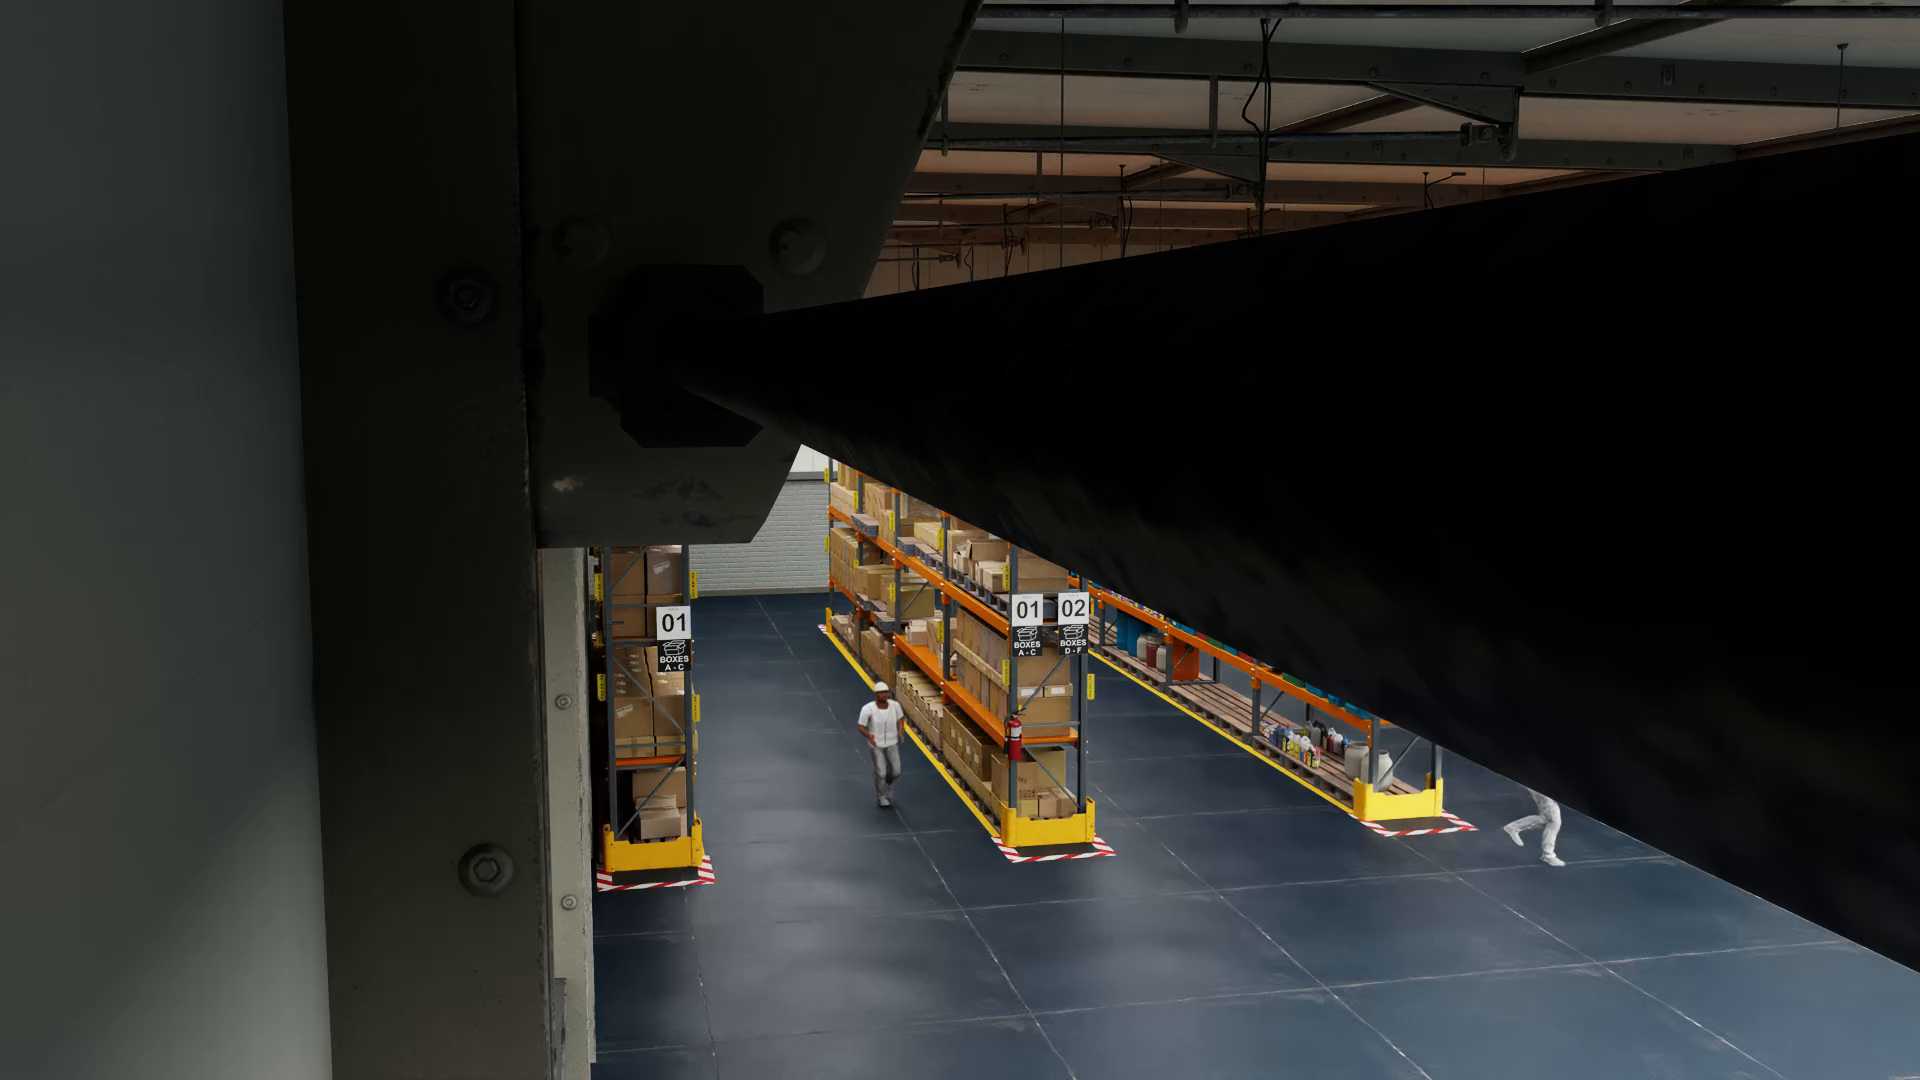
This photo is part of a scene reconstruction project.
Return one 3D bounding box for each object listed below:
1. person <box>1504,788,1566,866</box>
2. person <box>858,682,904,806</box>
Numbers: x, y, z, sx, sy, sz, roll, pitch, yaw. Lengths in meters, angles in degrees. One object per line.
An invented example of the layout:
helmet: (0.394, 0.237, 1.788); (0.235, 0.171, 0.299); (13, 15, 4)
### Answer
person: (7.058, 3.058, 20.341); (0.773, 1.790, 0.672); (5, 8, 34)
person: (-1.034, 2.782, 22.637); (0.674, 1.721, 0.569); (-2, 7, -19)
